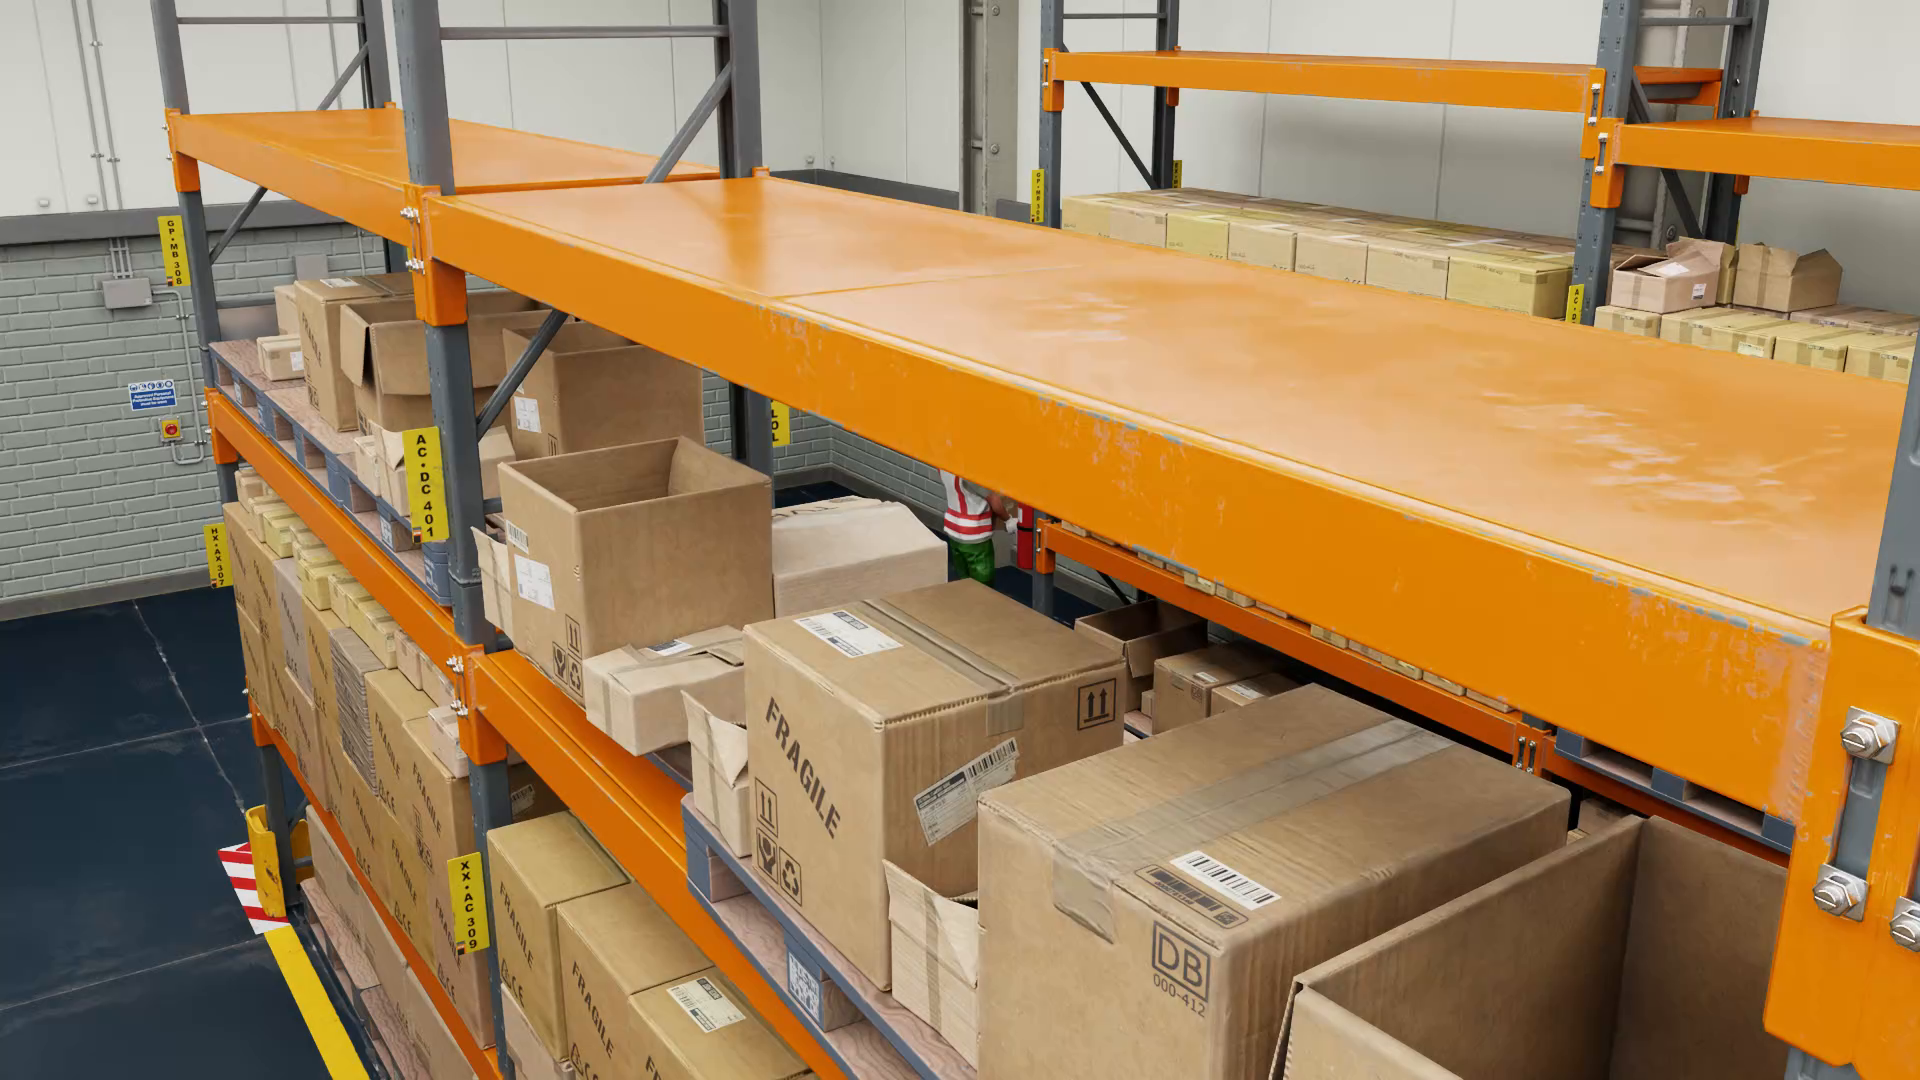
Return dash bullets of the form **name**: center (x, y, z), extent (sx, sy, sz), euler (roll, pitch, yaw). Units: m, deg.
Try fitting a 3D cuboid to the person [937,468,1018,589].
- **person**: center (0.150, -0.044, 12.163), extent (0.564, 1.782, 0.494), euler (-10, 21, -29)
